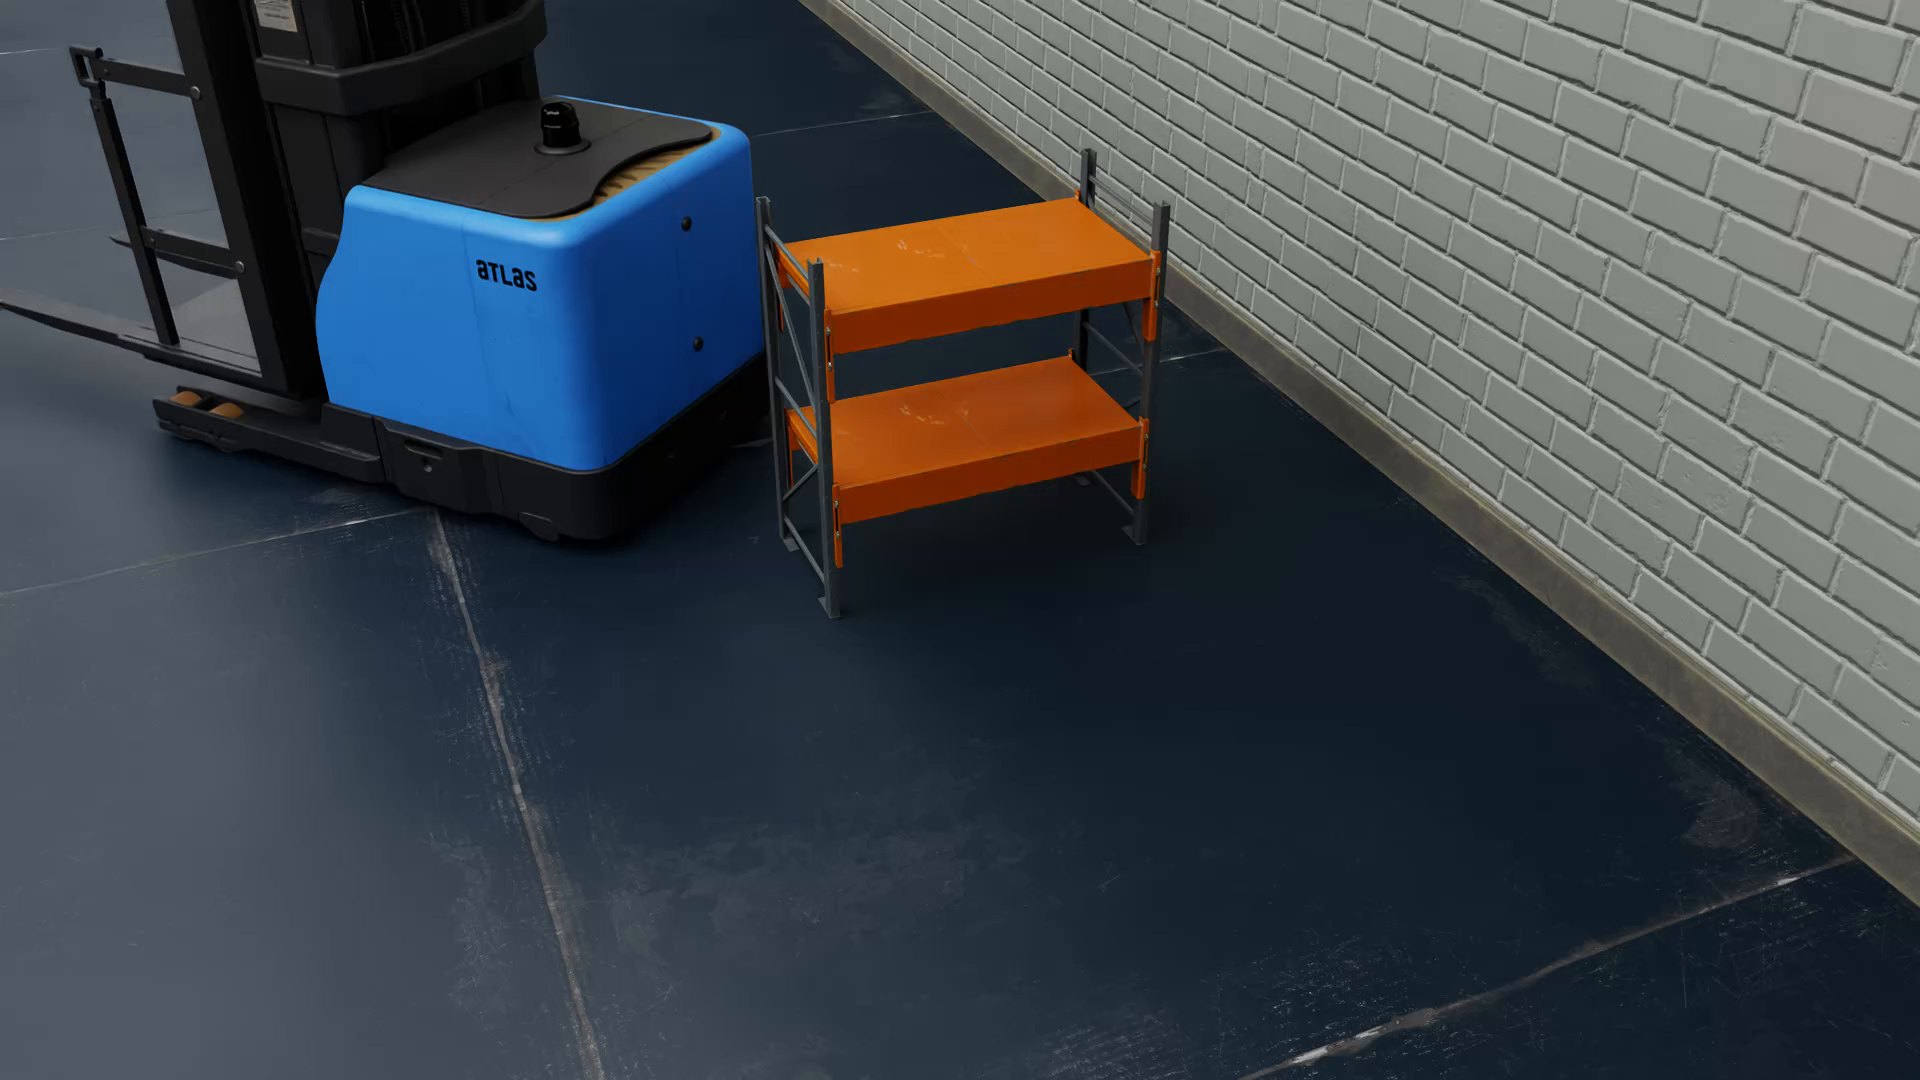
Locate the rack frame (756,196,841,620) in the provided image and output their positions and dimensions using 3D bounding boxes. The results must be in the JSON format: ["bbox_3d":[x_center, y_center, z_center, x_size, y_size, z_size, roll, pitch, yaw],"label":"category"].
[{"bbox_3d":[-0.463,-0.366,4.780,0.032,1.125,0.500,-13,35,-19],"label":"rack frame"}]

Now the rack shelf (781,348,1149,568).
[{"bbox_3d":[0.006,-0.268,5.079,1.000,0.278,0.538,-13,35,-19],"label":"rack shelf"}]

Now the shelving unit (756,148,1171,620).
[{"bbox_3d":[0.006,-0.473,4.945,1.048,1.125,0.538,-13,35,-19],"label":"shelving unit"}]

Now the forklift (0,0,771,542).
[{"bbox_3d":[-2.210,-1.770,5.283,3.031,2.935,1.130,15,36,22],"label":"forklift"}]

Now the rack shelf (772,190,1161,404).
[{"bbox_3d":[0.006,-0.718,4.786,1.000,0.278,0.538,-13,35,-19],"label":"rack shelf"}]

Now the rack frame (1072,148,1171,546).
[{"bbox_3d":[0.475,-0.580,5.110,0.032,1.125,0.500,-13,35,-19],"label":"rack frame"}]
